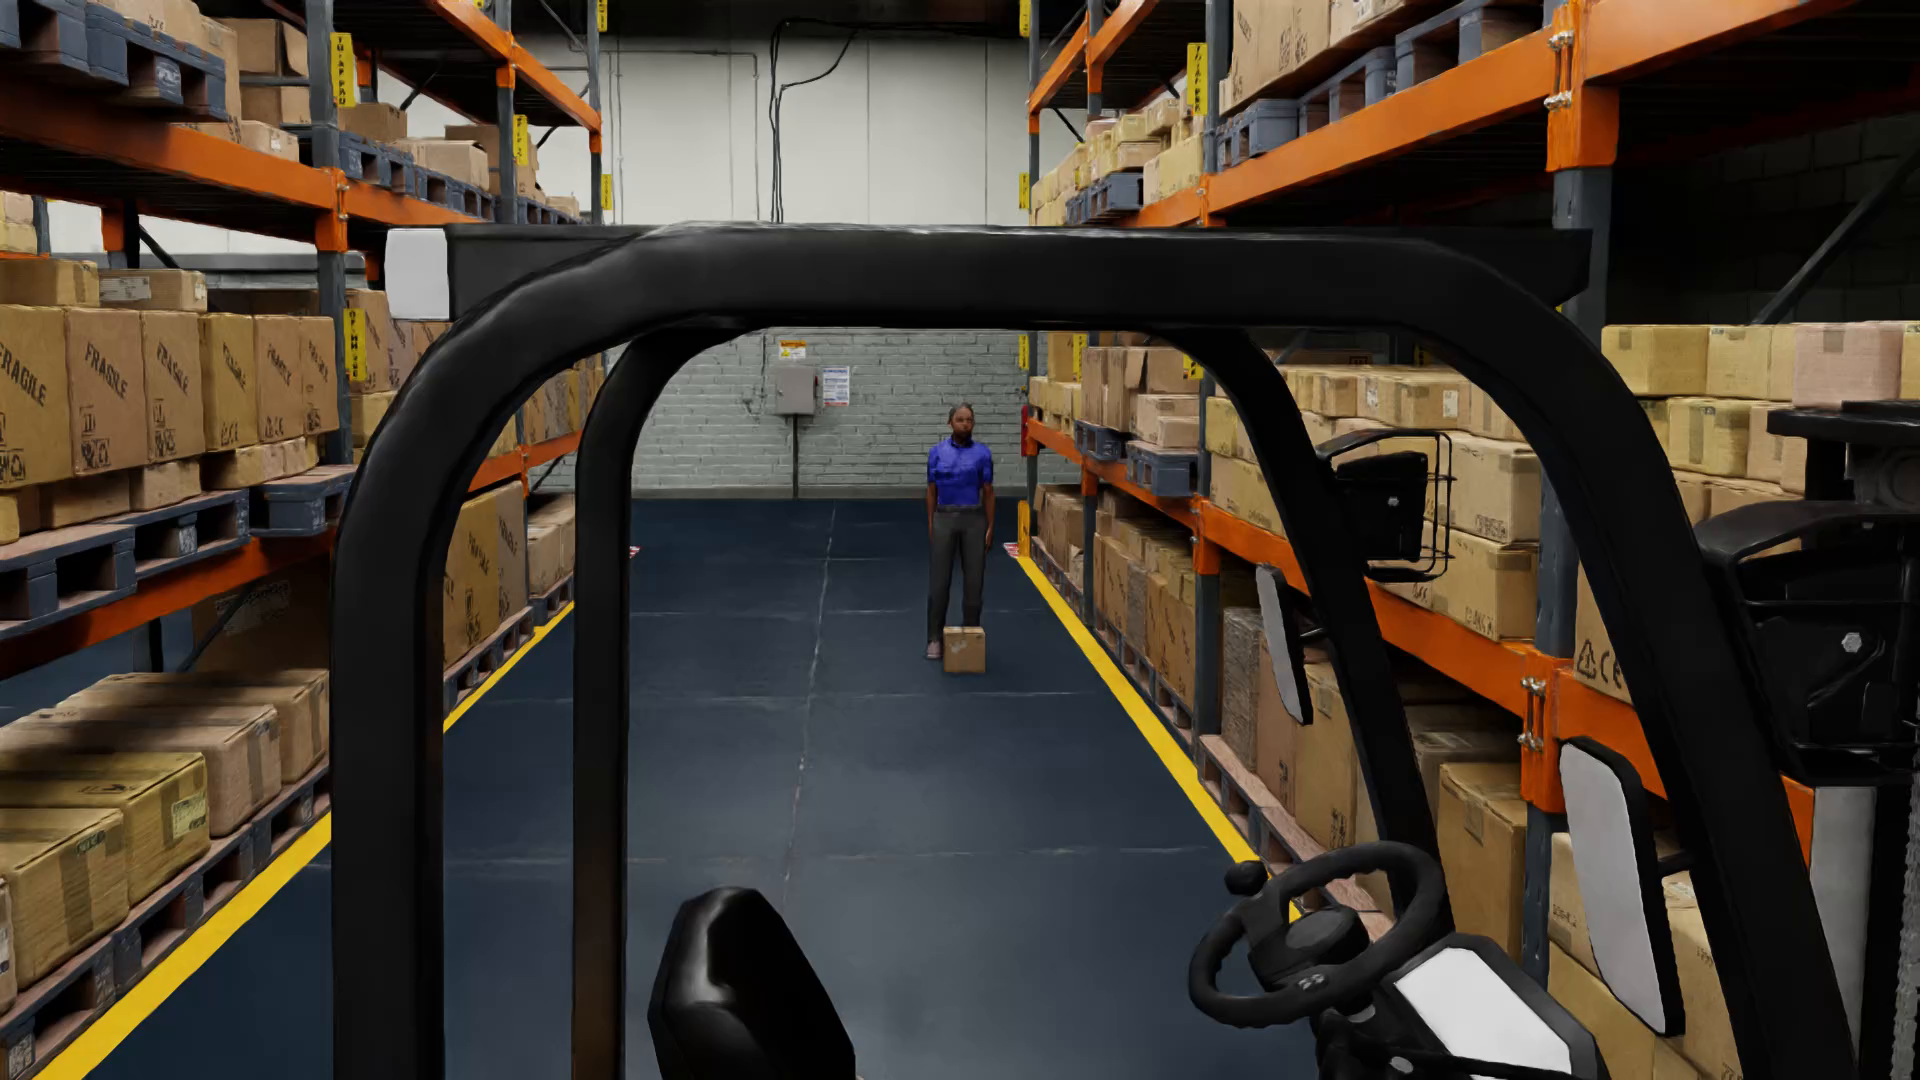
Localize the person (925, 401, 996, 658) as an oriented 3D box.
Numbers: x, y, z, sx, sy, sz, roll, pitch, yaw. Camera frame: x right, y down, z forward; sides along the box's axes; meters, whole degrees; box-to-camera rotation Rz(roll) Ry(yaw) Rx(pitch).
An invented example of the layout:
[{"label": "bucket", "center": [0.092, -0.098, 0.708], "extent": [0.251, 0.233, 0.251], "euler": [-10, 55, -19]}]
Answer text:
[{"label": "person", "center": [0.000, -0.069, 10.843], "extent": [0.469, 1.658, 0.355], "euler": [0, 7, -2]}]
